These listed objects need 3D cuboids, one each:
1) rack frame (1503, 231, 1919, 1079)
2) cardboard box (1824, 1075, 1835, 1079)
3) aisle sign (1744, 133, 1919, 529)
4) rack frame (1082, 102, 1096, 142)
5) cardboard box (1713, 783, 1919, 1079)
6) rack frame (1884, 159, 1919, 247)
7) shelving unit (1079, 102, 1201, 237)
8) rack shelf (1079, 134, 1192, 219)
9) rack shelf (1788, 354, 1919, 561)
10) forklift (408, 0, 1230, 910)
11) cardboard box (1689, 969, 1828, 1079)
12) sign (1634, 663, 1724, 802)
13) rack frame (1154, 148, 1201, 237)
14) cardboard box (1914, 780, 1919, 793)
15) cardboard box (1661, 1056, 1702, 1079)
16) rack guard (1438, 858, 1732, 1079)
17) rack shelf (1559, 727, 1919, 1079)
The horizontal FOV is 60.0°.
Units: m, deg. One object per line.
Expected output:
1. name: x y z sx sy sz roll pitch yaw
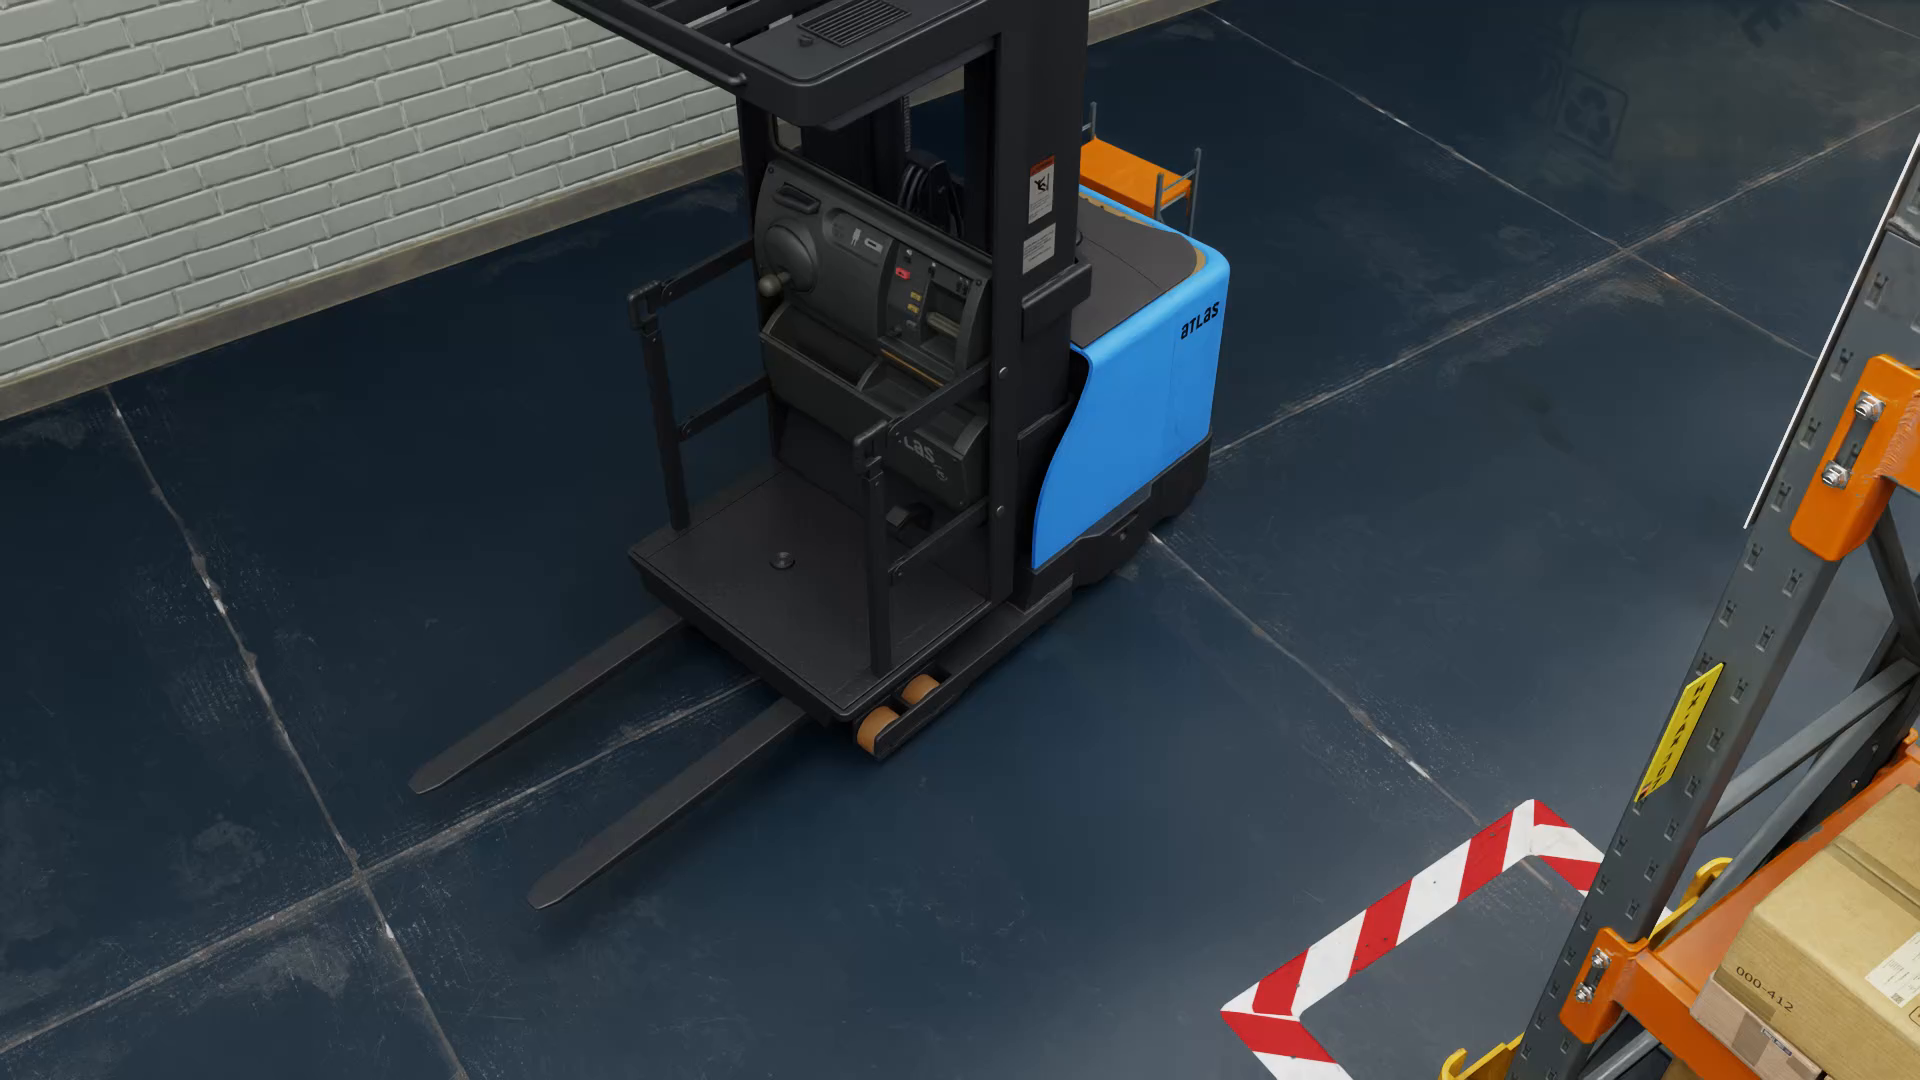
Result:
1. rack frame: 1.763 0.480 3.575 1.000 3.000 0.127 -26 49 -24
2. cardboard box: 1.844 1.047 3.163 0.380 0.149 0.250 -26 50 -25
3. aisle sign: 1.476 -0.383 2.596 0.394 0.787 0.004 -26 49 -24
4. rack frame: 0.424 -1.144 6.580 0.015 1.200 0.240 33 52 29
5. cardboard box: 1.816 0.805 3.127 0.500 0.250 0.500 -27 50 -25
6. rack frame: 1.763 -1.690 1.503 1.000 3.000 0.127 -26 49 -24
7. shelving unit: 0.603 -1.030 6.460 0.503 1.200 0.258 33 52 29
8. rack shelf: 0.603 -1.314 6.188 0.480 0.148 0.258 33 52 29
9. rack shelf: 2.907 0.788 1.601 1.077 0.370 4.000 -26 49 -24
10. forklift: -0.427 -0.747 4.910 1.130 2.935 3.031 33 53 30
11. cardboard box: 1.696 0.902 3.314 0.380 0.149 0.250 -25 49 -24
12. sign: 1.305 0.354 3.022 0.100 0.325 0.005 -26 49 -24
13. rack frame: 0.783 -0.915 6.340 0.015 1.200 0.240 33 52 29
14. cardboard box: 2.258 0.596 3.346 0.500 0.250 0.500 -26 50 -25
15. cardboard box: 2.195 1.428 3.817 0.875 0.875 0.875 -26 49 -24
16. rack guard: 1.750 1.371 4.452 1.175 0.500 0.348 -26 49 -24
17. rack shelf: 2.907 1.873 2.637 1.077 0.370 4.000 -26 49 -24
